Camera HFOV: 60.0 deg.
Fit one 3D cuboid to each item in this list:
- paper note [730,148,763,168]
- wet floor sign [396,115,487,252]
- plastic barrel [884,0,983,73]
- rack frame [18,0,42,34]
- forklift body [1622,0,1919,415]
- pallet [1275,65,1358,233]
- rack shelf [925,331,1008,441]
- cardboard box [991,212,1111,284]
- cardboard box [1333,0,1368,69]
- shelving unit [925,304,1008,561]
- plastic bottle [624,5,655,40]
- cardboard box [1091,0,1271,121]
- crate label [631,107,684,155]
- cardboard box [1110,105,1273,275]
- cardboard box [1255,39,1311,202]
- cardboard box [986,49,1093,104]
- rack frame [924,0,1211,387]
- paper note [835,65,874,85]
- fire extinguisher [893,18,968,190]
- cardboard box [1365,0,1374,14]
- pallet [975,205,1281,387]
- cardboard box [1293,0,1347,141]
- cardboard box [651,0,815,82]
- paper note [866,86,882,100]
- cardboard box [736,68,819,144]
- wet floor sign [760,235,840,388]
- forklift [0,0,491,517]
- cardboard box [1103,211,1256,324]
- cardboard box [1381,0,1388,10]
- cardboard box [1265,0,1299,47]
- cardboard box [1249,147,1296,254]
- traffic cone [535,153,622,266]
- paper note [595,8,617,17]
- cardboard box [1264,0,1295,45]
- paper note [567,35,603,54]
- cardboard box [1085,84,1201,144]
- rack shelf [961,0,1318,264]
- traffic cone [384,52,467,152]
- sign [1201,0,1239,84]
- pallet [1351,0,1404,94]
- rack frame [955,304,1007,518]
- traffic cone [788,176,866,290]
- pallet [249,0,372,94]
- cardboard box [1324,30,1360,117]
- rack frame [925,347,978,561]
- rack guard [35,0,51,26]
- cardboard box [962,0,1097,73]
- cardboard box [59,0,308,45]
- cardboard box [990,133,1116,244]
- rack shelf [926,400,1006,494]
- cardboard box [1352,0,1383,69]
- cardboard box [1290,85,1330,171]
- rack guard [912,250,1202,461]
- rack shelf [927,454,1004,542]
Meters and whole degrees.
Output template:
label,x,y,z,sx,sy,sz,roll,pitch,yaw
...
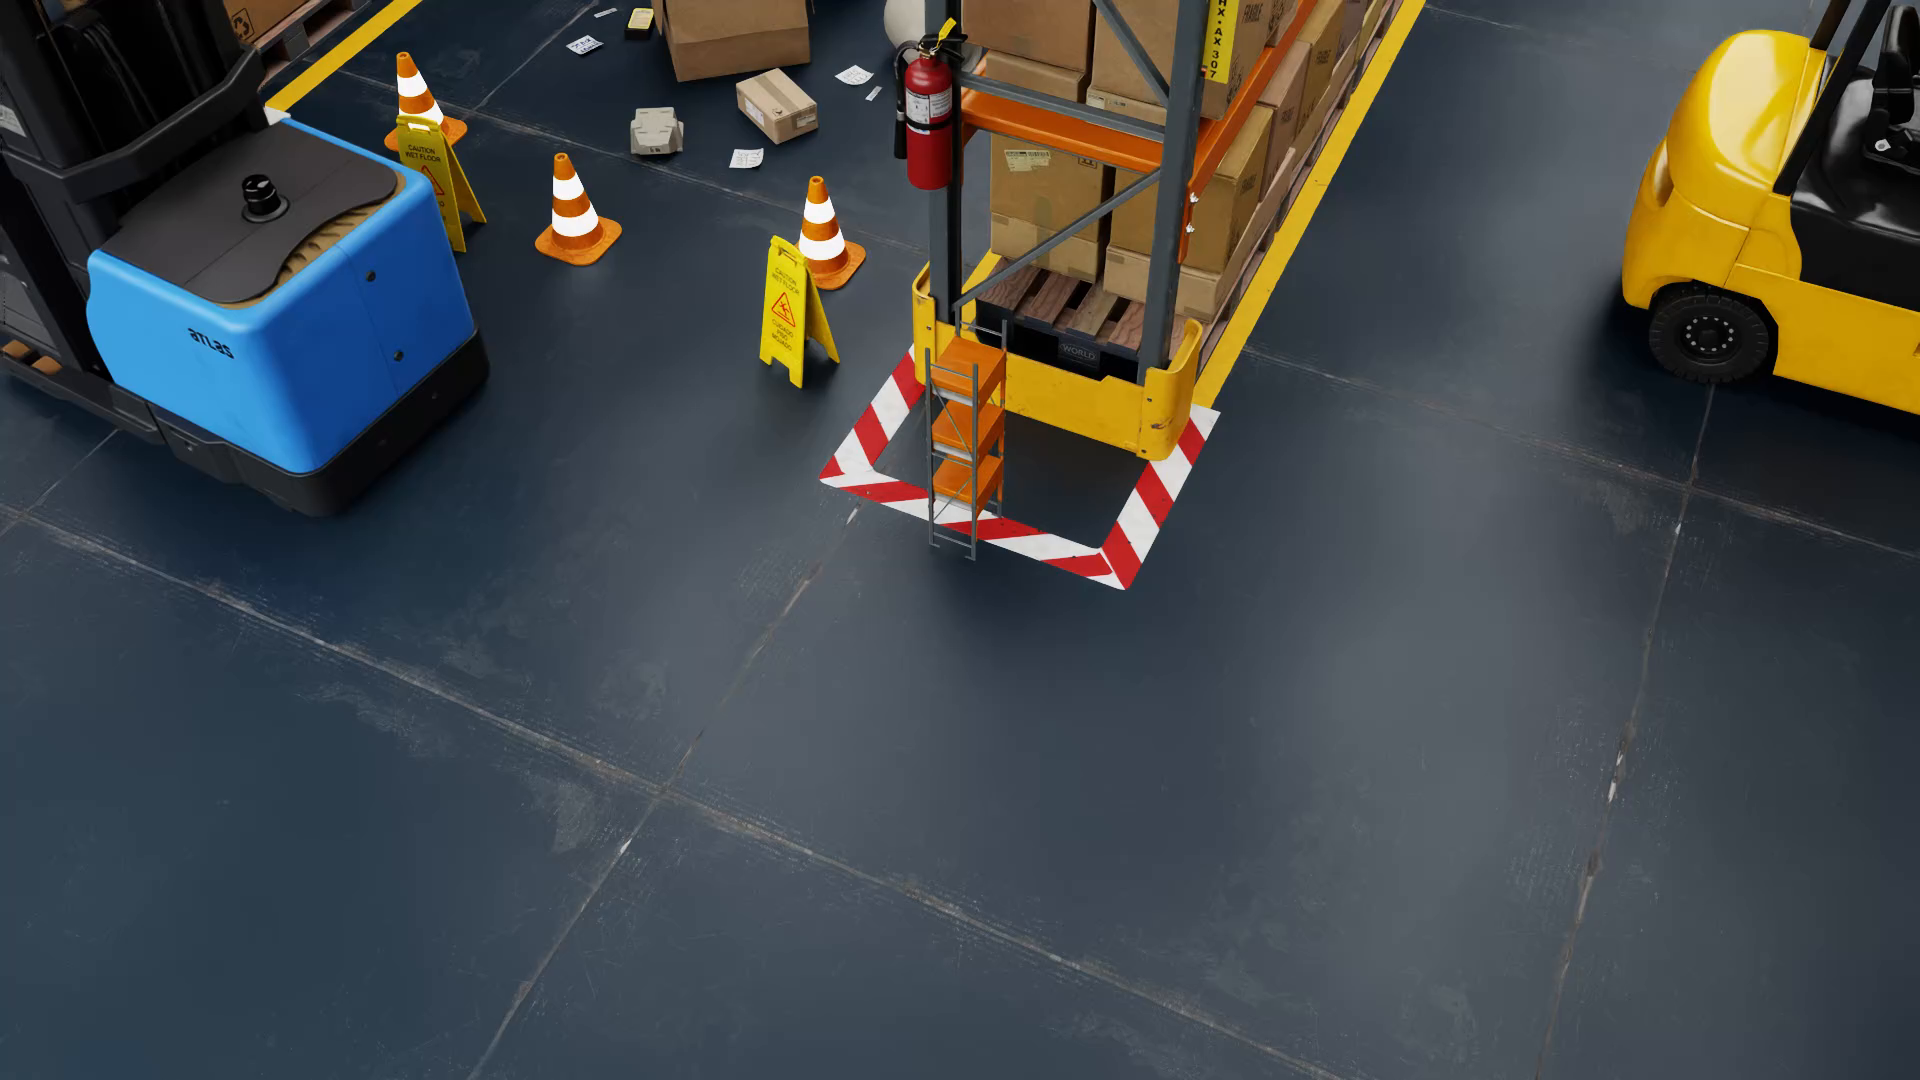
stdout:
label,x,y,z,sx,sy,sz,roll,pitch,yaw
paper note,-1.043,-1.872,8.138,0.148,0.019,0.142,4,50,3
wet floor sign,-2.388,-1.650,7.545,0.267,0.644,0.232,12,51,10
plastic barrel,-0.133,-2.616,8.513,0.421,0.421,0.512,-19,52,-16
rack frame,-4.165,-3.077,7.214,1.000,3.000,0.127,20,52,16
forklift body,4.003,-1.548,6.470,2.313,2.155,1.214,20,52,16
pallet,1.287,-2.069,8.187,1.003,0.211,1.213,20,52,16
rack shelf,0.023,-0.554,5.988,0.215,0.259,0.240,20,52,16
cardboard box,0.466,-1.441,7.352,0.500,0.250,0.500,20,52,16
cardboard box,1.619,-2.581,7.829,0.500,0.500,0.500,22,53,18
shelving unit,0.023,-0.377,6.196,0.215,1.050,0.252,20,52,16
plastic bottle,-1.699,-2.782,8.892,0.133,0.061,0.283,4,50,3
cardboard box,0.806,-1.900,5.952,0.500,0.500,0.500,19,52,16
crate label,-1.498,-2.012,8.188,0.250,0.136,0.298,-4,50,-3
cardboard box,0.957,-1.506,6.914,0.500,0.500,0.500,18,52,15
cardboard box,1.177,-1.867,7.222,0.500,0.500,0.500,18,52,15
cardboard box,0.320,-1.781,6.276,0.380,0.149,0.250,21,53,17
rack frame,0.353,-1.536,5.902,1.000,3.000,0.127,20,52,16
paper note,-0.544,-2.404,8.599,0.142,0.019,0.148,-37,59,-27
fire extinguisher,-0.112,-1.582,5.992,0.296,0.674,0.183,20,52,16
cardboard box,1.836,-2.933,8.128,0.500,0.500,0.500,21,53,17
pallet,0.765,-1.232,7.475,1.003,0.211,1.213,20,52,16
cardboard box,1.399,-2.210,7.513,0.500,0.500,0.500,21,53,17
cardboard box,-1.185,-2.760,8.583,0.797,0.503,0.637,-11,51,-9
paper note,-0.439,-2.284,8.502,0.032,0.001,0.123,20,52,16
cardboard box,-0.914,-2.171,8.315,0.250,0.149,0.380,-28,55,-22
wet floor sign,-0.695,-0.990,6.984,0.232,0.644,0.267,-37,59,-27
forklift,-3.534,-1.890,6.249,3.031,2.935,1.130,24,54,19
cardboard box,0.948,-1.246,7.186,0.500,0.250,0.500,19,52,16
cardboard box,2.053,-3.041,8.712,0.500,0.250,0.500,22,53,18
cardboard box,1.117,-2.115,6.561,0.380,0.149,0.250,21,53,17
cardboard box,1.173,-1.595,7.483,0.500,0.250,0.500,22,53,17
traffic cone,-1.778,-1.556,7.586,0.336,0.463,0.334,20,52,16
paper note,-1.914,-2.849,8.982,0.123,0.001,0.032,-28,55,-22
cardboard box,1.025,-2.258,6.256,0.500,0.500,0.500,21,53,17
paper note,-1.978,-2.613,8.769,0.142,0.017,0.144,-37,59,-27
cardboard box,0.686,-1.621,6.140,0.380,0.149,0.250,20,52,16
rack shelf,1.208,-2.680,7.348,1.077,0.370,4.000,20,52,16
traffic cone,-2.655,-2.158,8.098,0.336,0.463,0.334,20,52,16
sign,0.844,-1.640,5.422,0.100,0.325,0.005,20,52,16
pallet,1.807,-2.912,8.905,1.003,0.211,1.213,20,52,16
rack frame,0.075,-0.461,6.268,0.200,1.050,0.008,20,52,16
traffic cone,-0.629,-1.429,7.478,0.336,0.463,0.334,20,52,16
pallet,-3.895,-2.749,8.766,1.003,0.211,1.213,20,52,16
cardboard box,1.613,-2.322,8.101,0.500,0.250,0.500,21,53,17
rack frame,-0.029,-0.293,6.125,0.200,1.050,0.008,20,52,16
rack guard,-4.176,-2.250,8.151,1.175,0.500,0.348,20,52,16
cardboard box,0.336,-2.128,6.145,0.500,0.500,0.500,19,52,15
cardboard box,-3.936,-3.013,8.278,0.875,0.875,0.875,20,53,16
cardboard box,0.460,-1.660,7.046,0.500,0.500,0.500,20,53,16
rack shelf,0.023,-0.370,6.205,0.215,0.259,0.240,20,52,16
cardboard box,1.834,-2.671,8.398,0.500,0.250,0.500,19,52,15
cardboard box,1.394,-1.975,7.806,0.500,0.250,0.500,23,53,18
rack guard,0.386,-0.778,6.899,1.175,0.500,0.348,20,52,16
rack shelf,0.023,-0.190,6.416,0.215,0.259,0.240,20,52,16
